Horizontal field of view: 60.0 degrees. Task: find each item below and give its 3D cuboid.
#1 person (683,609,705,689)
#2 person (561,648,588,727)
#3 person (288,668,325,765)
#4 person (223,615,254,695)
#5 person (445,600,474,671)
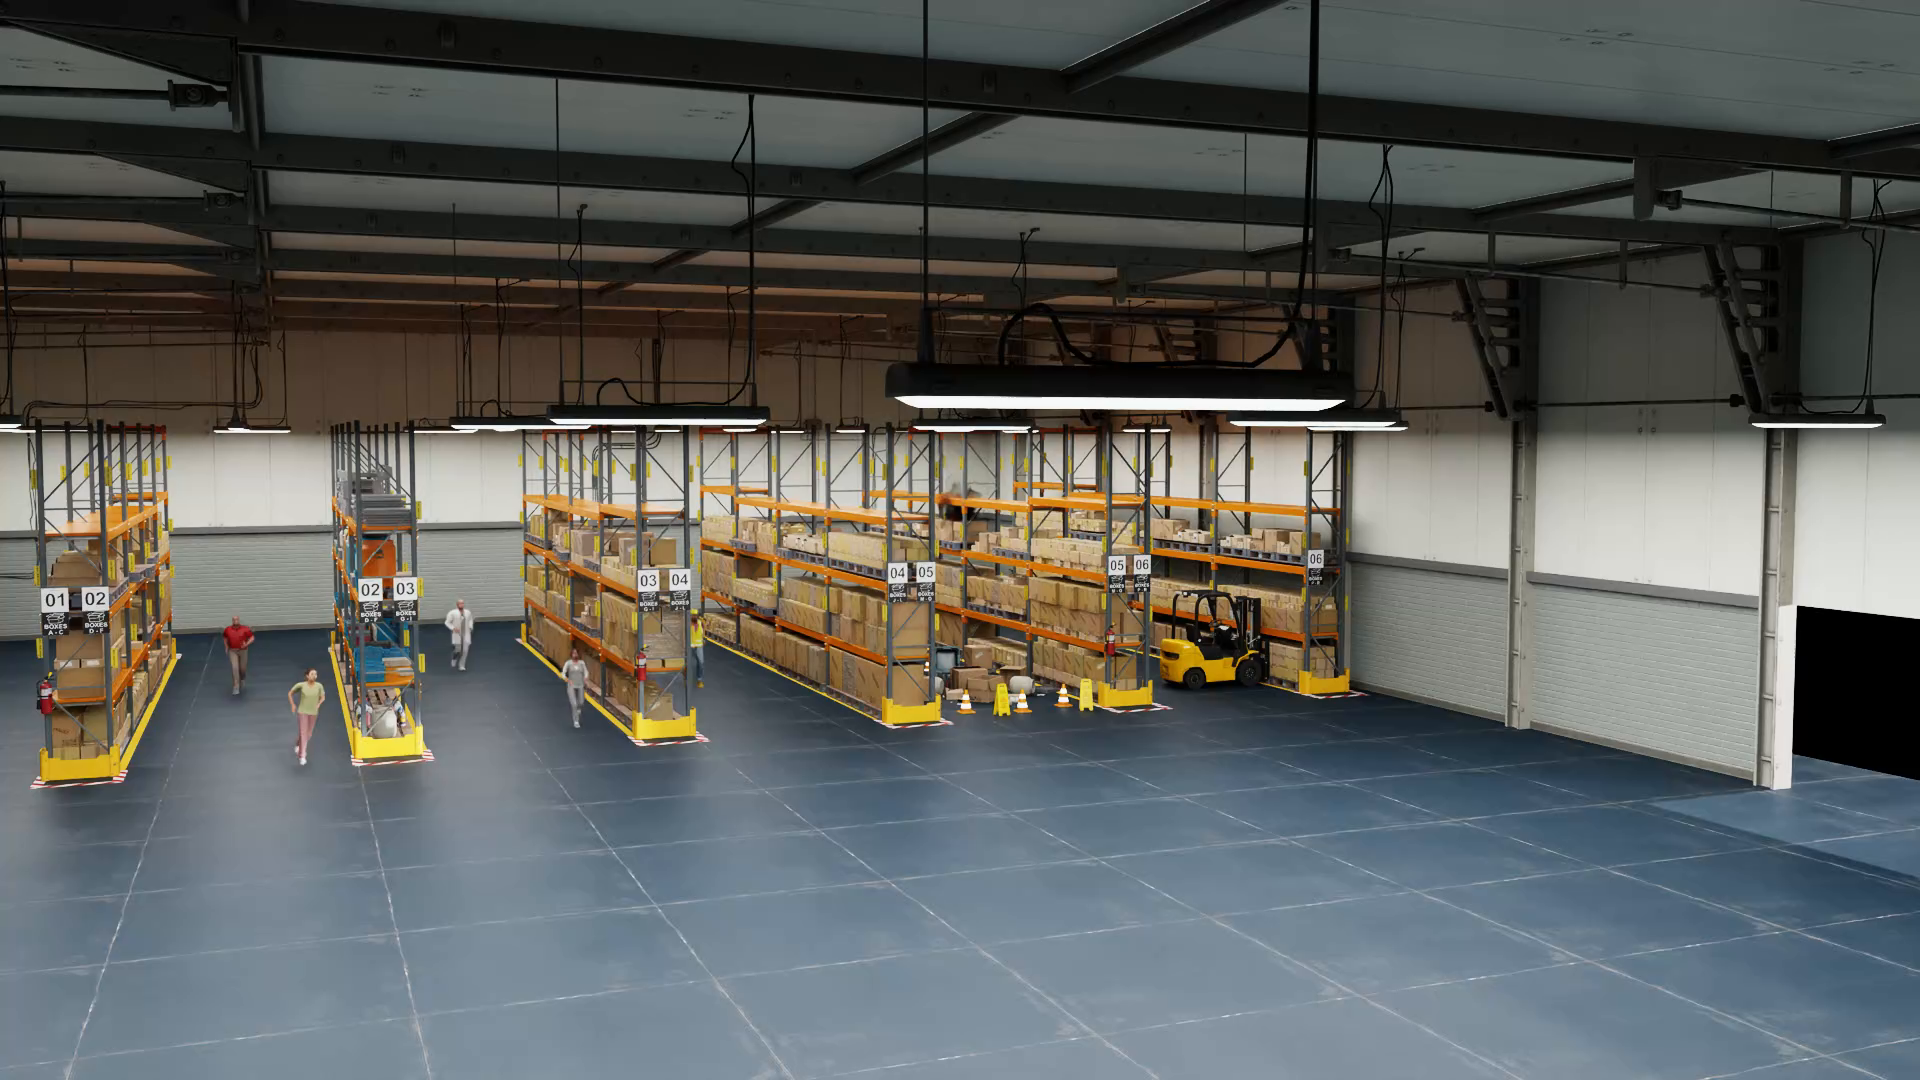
[{"bbox_3d":[-6.102,2.473,37.974,0.650,1.817,0.856,-2,4,-28],"label":"person"},{"bbox_3d":[-7.588,2.906,32.799,0.541,1.560,0.549,-1,4,-22],"label":"person"},{"bbox_3d":[-11.528,3.077,29.400,0.609,1.652,0.857,-3,4,-37],"label":"person"},{"bbox_3d":[-16.055,2.525,37.018,0.653,1.728,0.912,-1,4,-21],"label":"person"},{"bbox_3d":[-12.211,2.411,40.642,0.702,1.539,0.673,-3,4,-37],"label":"person"}]
